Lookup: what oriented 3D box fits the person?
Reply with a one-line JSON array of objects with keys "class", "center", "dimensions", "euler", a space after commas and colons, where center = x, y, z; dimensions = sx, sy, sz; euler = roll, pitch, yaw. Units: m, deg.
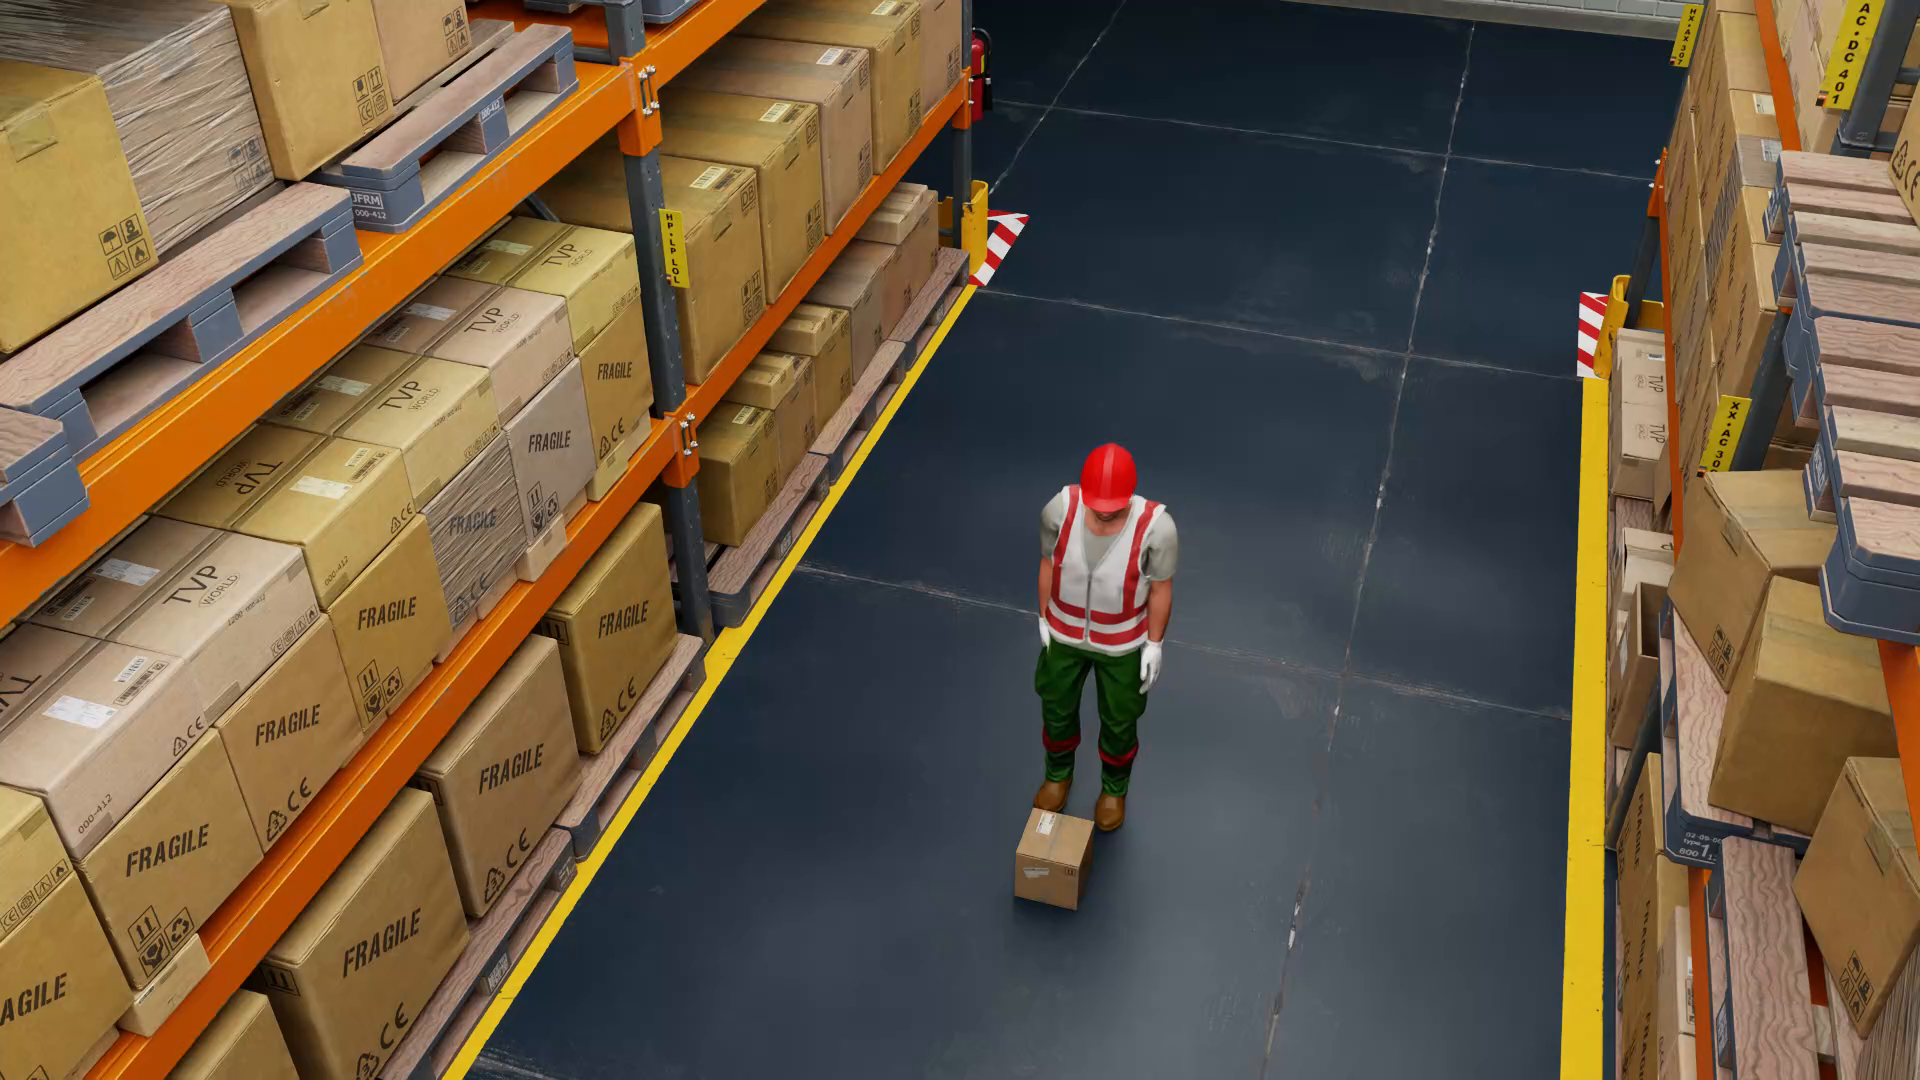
[{"class": "person", "center": [0.535, 0.375, 6.384], "dimensions": [0.530, 1.776, 0.371], "euler": [11, 38, 15]}]
